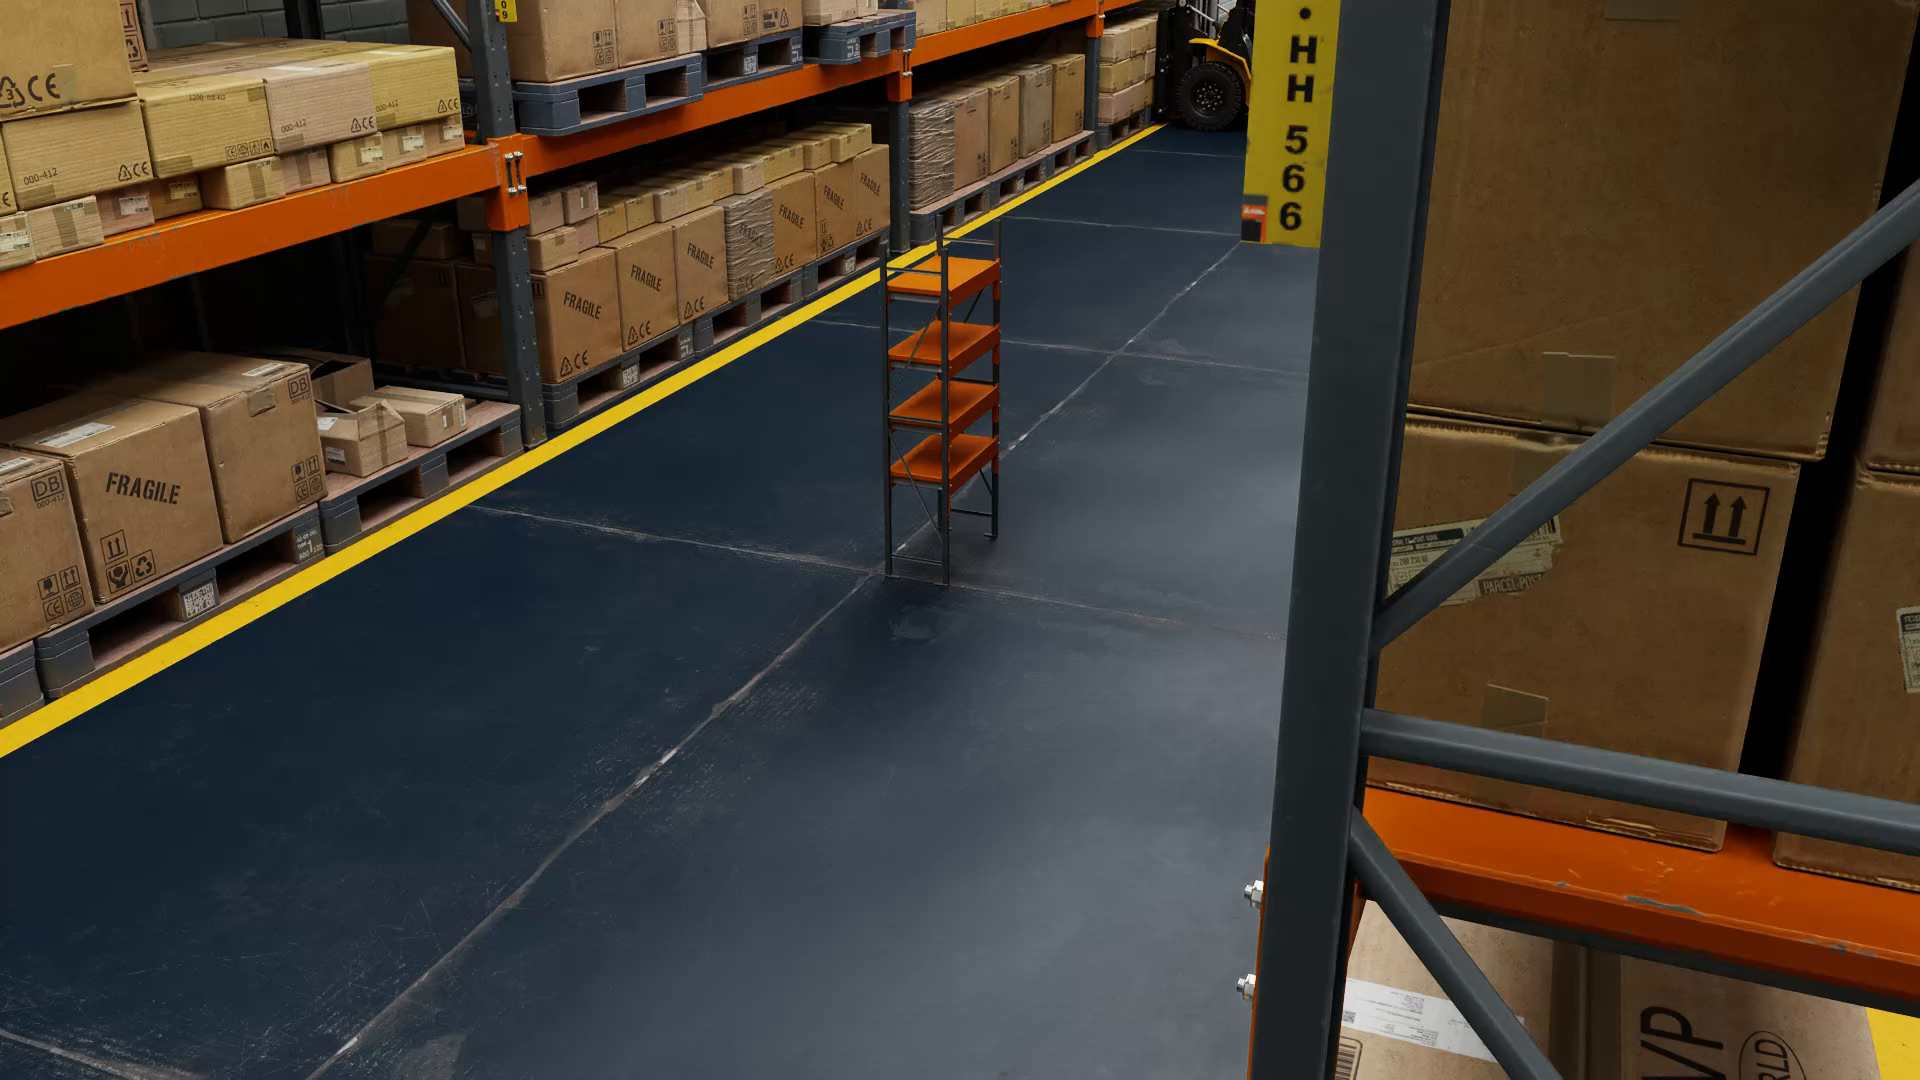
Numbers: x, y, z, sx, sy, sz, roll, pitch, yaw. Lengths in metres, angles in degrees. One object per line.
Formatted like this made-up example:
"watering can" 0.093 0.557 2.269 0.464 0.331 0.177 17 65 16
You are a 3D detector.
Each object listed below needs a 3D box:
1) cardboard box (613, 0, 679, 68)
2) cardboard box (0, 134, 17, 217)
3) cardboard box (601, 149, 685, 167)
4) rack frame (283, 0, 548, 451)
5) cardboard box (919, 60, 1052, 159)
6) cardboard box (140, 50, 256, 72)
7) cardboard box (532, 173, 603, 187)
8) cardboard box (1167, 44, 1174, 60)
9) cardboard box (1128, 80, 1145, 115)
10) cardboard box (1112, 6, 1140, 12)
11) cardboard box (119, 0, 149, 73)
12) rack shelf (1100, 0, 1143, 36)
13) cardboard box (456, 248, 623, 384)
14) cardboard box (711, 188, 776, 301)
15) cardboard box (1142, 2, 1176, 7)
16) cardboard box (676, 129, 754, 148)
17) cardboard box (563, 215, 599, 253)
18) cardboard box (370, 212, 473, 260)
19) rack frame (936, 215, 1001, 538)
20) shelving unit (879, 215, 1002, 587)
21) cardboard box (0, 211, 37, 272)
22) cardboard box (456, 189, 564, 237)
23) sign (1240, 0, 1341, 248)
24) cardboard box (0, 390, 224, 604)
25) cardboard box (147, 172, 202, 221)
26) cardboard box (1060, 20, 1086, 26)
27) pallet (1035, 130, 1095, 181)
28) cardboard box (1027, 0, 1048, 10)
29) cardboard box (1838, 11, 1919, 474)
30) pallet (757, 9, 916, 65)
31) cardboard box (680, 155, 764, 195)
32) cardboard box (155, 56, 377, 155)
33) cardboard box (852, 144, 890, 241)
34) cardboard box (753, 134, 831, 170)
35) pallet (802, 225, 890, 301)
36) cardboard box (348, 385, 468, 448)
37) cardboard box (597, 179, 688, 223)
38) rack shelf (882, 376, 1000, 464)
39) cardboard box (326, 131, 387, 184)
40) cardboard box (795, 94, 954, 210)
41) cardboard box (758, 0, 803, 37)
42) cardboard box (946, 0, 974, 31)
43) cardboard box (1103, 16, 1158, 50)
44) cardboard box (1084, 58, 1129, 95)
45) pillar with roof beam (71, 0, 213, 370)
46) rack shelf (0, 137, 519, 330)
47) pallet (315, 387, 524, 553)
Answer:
"cardboard box" -1.712 -2.430 7.501 0.700 0.500 0.500 9 24 21
"cardboard box" -2.986 -0.986 4.528 0.500 0.250 0.500 8 24 19
"cardboard box" -1.719 -2.022 9.056 0.380 0.149 0.250 9 24 20
"rack frame" -2.291 -1.864 6.820 1.000 3.000 0.127 9 24 20
"cardboard box" 0.201 -3.359 12.937 0.875 0.625 0.625 9 24 20
"cardboard box" -2.906 -1.613 6.027 0.500 0.250 0.500 9 24 20
"cardboard box" -2.024 -1.746 8.394 0.380 0.149 0.250 9 24 22
"cardboard box" 1.718 -4.550 15.626 0.500 0.250 0.500 9 24 20
"cardboard box" 1.342 -3.961 14.864 0.500 0.250 0.500 8 24 19
"cardboard box" 1.434 -5.042 16.156 0.500 0.250 0.500 9 24 20
"cardboard box" -3.092 -1.783 5.462 0.500 0.500 0.500 8 24 19
"rack shelf" 1.423 -5.110 15.525 1.077 0.370 4.000 9 24 20
"cardboard box" -1.903 -1.045 7.558 0.500 0.500 0.500 10 25 22
"cardboard box" -1.326 -1.599 8.886 0.500 0.500 0.500 8 24 18
"cardboard box" 2.100 -5.151 16.416 0.500 0.250 0.500 9 24 21
"cardboard box" -1.430 -2.301 9.723 0.380 0.149 0.250 9 24 21
"cardboard box" -1.880 -1.404 7.575 0.380 0.149 0.250 8 24 19
"cardboard box" -2.422 -1.376 7.510 0.380 0.149 0.250 8 24 18
"rack frame" 0.029 -0.582 6.086 0.240 1.200 0.015 9 24 20
"shelving unit" -0.061 -0.494 5.877 0.258 1.200 0.503 9 24 20
"cardboard box" -2.876 -0.848 4.715 0.380 0.149 0.250 8 24 19
"cardboard box" -1.967 -1.439 7.275 0.380 0.149 0.250 8 24 19
"sign" 0.334 -0.449 1.624 0.100 0.325 0.005 9 24 20
"cardboard box" -2.819 -0.153 5.423 0.500 0.500 0.500 9 24 21
"cardboard box" -2.717 -1.143 5.420 0.380 0.149 0.250 9 24 21
"cardboard box" 0.858 -4.500 14.857 0.500 0.250 0.500 8 24 19
"pallet" 0.443 -3.170 13.566 1.003 0.211 1.213 9 24 20
"cardboard box" 0.341 -4.085 12.333 0.500 0.250 0.500 9 24 20
"cardboard box" 1.275 -0.361 1.796 0.500 0.500 0.500 8 24 19
"pallet" -0.992 -2.954 9.679 1.213 0.211 1.003 9 24 20
"cardboard box" -1.272 -1.951 8.886 0.380 0.149 0.250 8 24 18
"cardboard box" -2.426 -1.533 5.837 0.500 0.250 0.500 9 24 20
"cardboard box" -0.763 -2.153 10.211 0.500 0.500 0.500 10 24 22
"cardboard box" -0.965 -2.232 9.557 0.380 0.149 0.250 8 24 18
"pallet" -1.118 -1.746 10.157 1.003 0.211 1.213 9 24 20
"cardboard box" -2.226 -0.500 6.710 0.380 0.149 0.250 8 24 18
"cardboard box" -1.579 -1.681 8.240 0.380 0.149 0.250 9 24 20
"rack shelf" -0.061 -0.432 5.903 0.258 0.148 0.480 9 24 20
"cardboard box" -2.326 -1.405 6.047 0.380 0.149 0.250 9 24 21
"cardboard box" -0.561 -2.614 11.153 0.875 0.625 0.625 10 25 22
"cardboard box" -1.240 -2.926 8.684 0.797 0.503 0.637 8 24 19
"cardboard box" -0.222 -3.529 11.001 0.500 0.250 0.500 8 24 19
"cardboard box" 1.525 -4.602 15.101 0.500 0.250 0.500 10 25 22
"cardboard box" 1.146 -4.011 14.335 0.500 0.250 0.500 9 24 20
"pillar with roof beam" 0.610 -3.895 3.900 9.100 9.000 0.400 9 24 20
"rack shelf" -3.034 -0.816 5.245 1.077 0.370 4.000 9 24 20
"pallet" -2.547 -0.331 6.769 1.003 0.211 1.213 9 24 20
